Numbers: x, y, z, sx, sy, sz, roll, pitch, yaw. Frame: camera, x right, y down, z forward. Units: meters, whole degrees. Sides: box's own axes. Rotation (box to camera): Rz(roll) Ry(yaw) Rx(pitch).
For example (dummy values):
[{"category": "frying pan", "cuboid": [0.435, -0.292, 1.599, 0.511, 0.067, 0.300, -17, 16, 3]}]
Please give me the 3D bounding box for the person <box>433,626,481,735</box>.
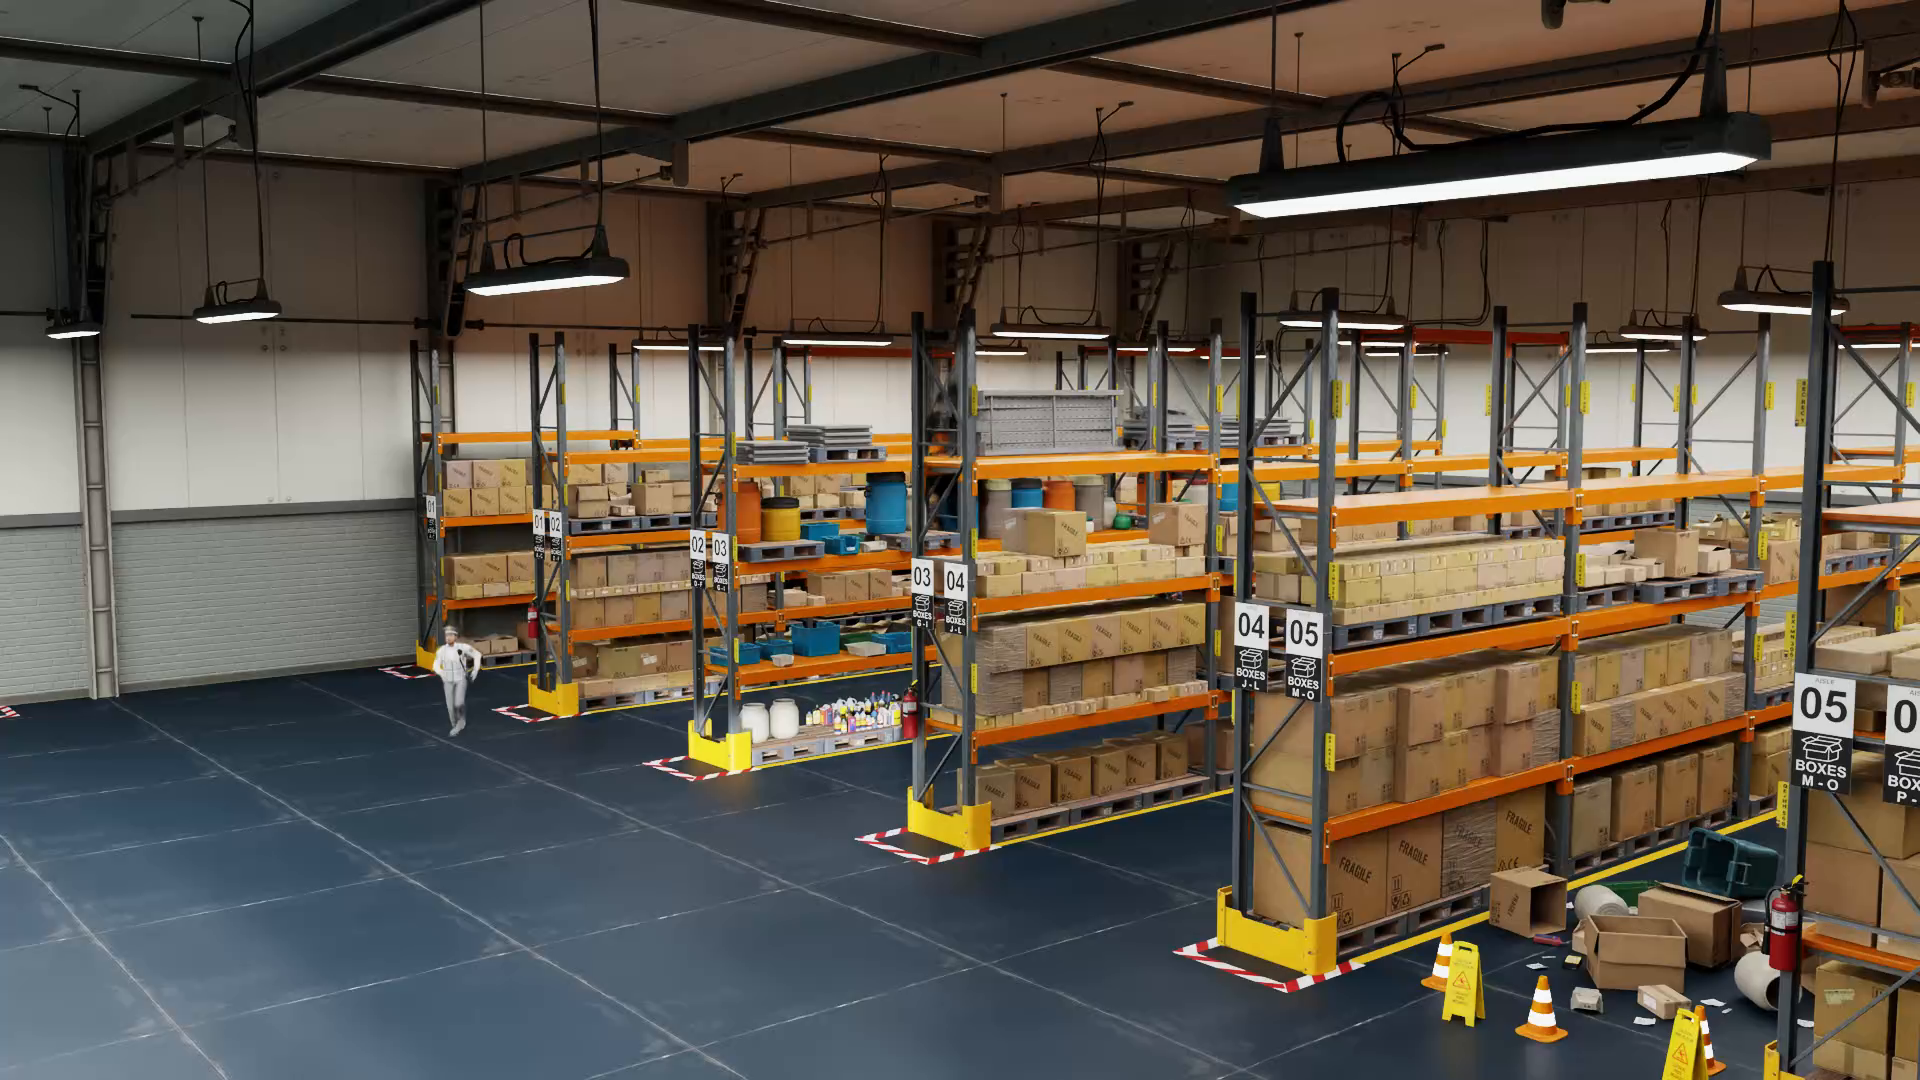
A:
[{"category": "person", "cuboid": [-7.410, 2.074, 24.443, 0.640, 1.653, 0.715, 0, 5, -3]}]
